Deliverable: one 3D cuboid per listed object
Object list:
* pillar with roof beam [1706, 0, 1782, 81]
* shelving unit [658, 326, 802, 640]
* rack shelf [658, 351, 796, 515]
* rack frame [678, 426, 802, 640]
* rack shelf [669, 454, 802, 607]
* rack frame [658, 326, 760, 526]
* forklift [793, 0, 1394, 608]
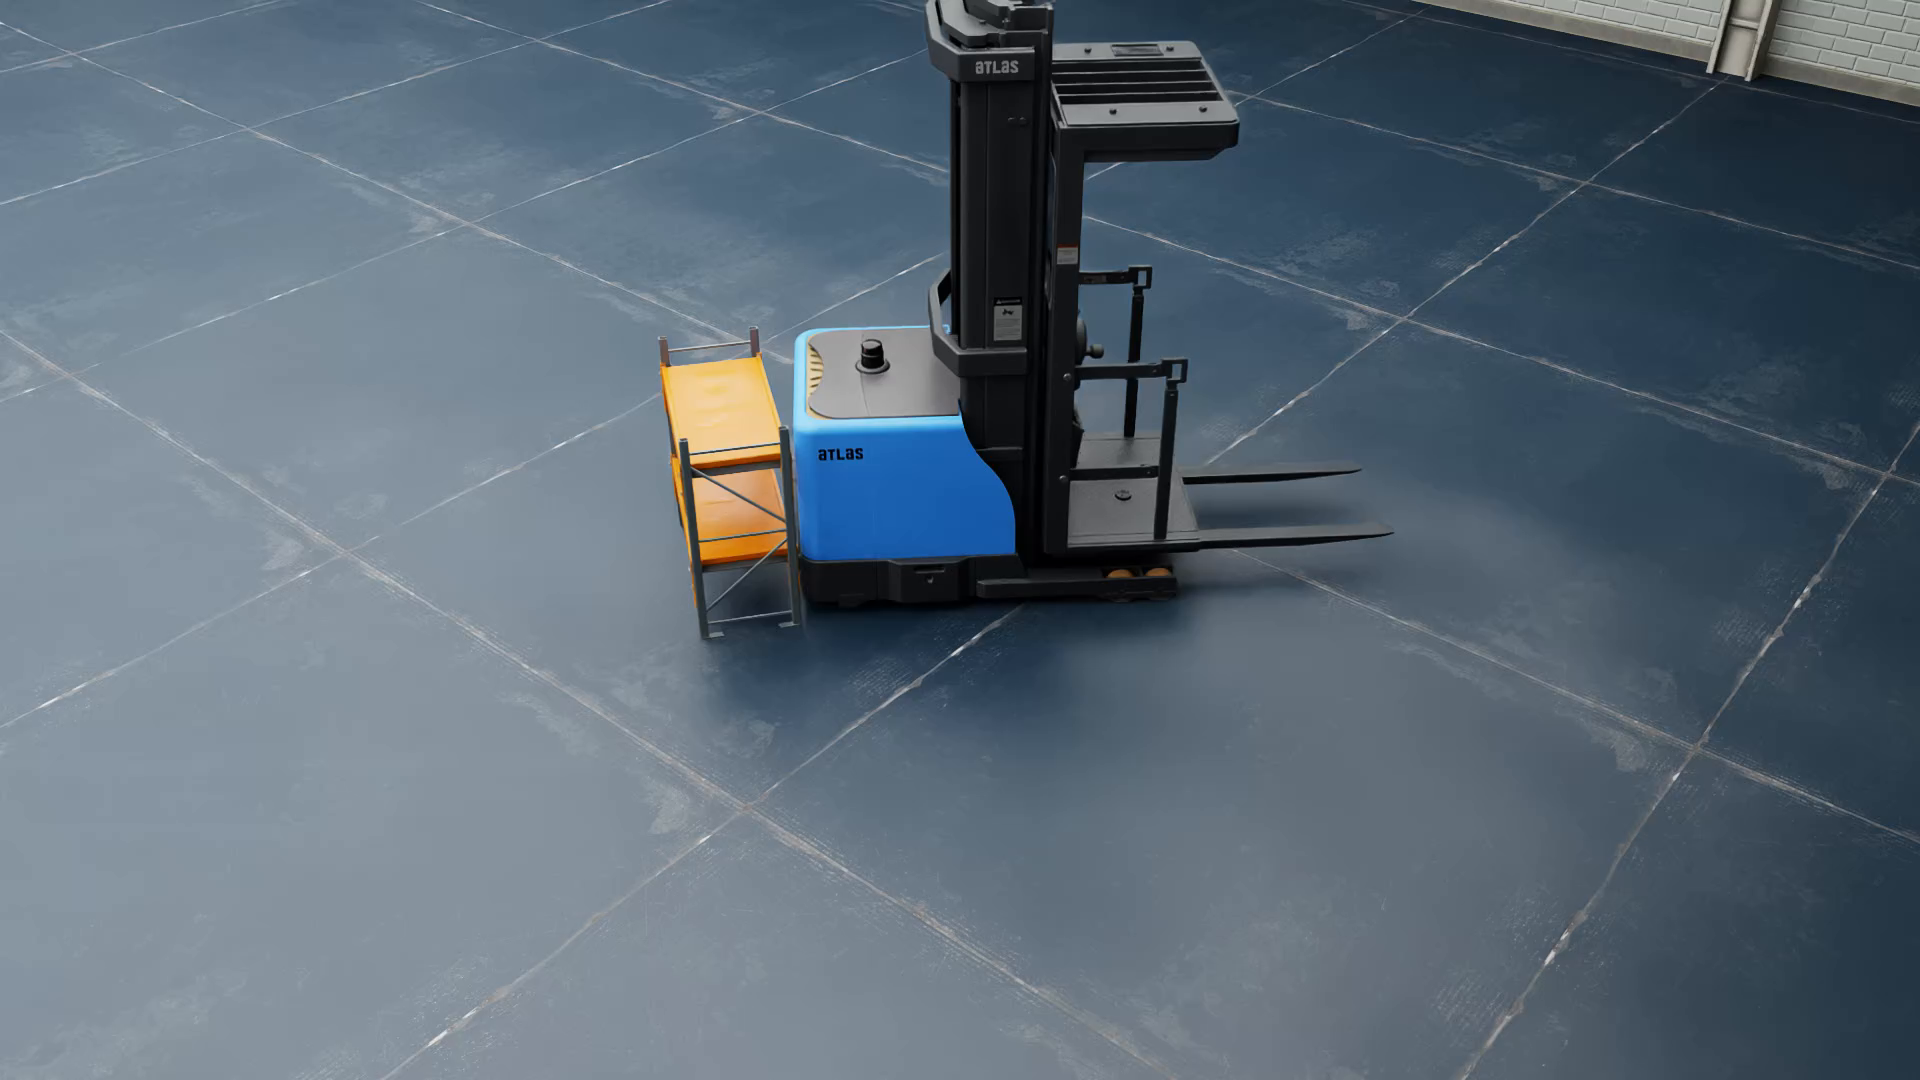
[{"bbox_3d":[4.209,-6.044,9.684,0.400,9.000,9.100,25,42,32],"label":"pillar with roof beam"},{"bbox_3d":[-1.147,-0.298,8.273,0.538,1.125,1.048,-8,35,-11],"label":"shelving unit"},{"bbox_3d":[-1.147,-0.540,8.107,0.538,0.278,1.000,-8,35,-11],"label":"rack shelf"},{"bbox_3d":[-1.028,-0.019,7.866,0.500,1.125,0.032,-8,35,-11],"label":"rack frame"},{"bbox_3d":[-1.147,-0.097,8.411,0.538,0.278,1.000,-8,35,-11],"label":"rack shelf"},{"bbox_3d":[-1.266,-0.578,8.680,0.500,1.125,0.032,-8,35,-11],"label":"rack frame"},{"bbox_3d":[0.687,-1.192,7.979,3.031,2.935,1.130,-2,35,-3],"label":"forklift"}]
